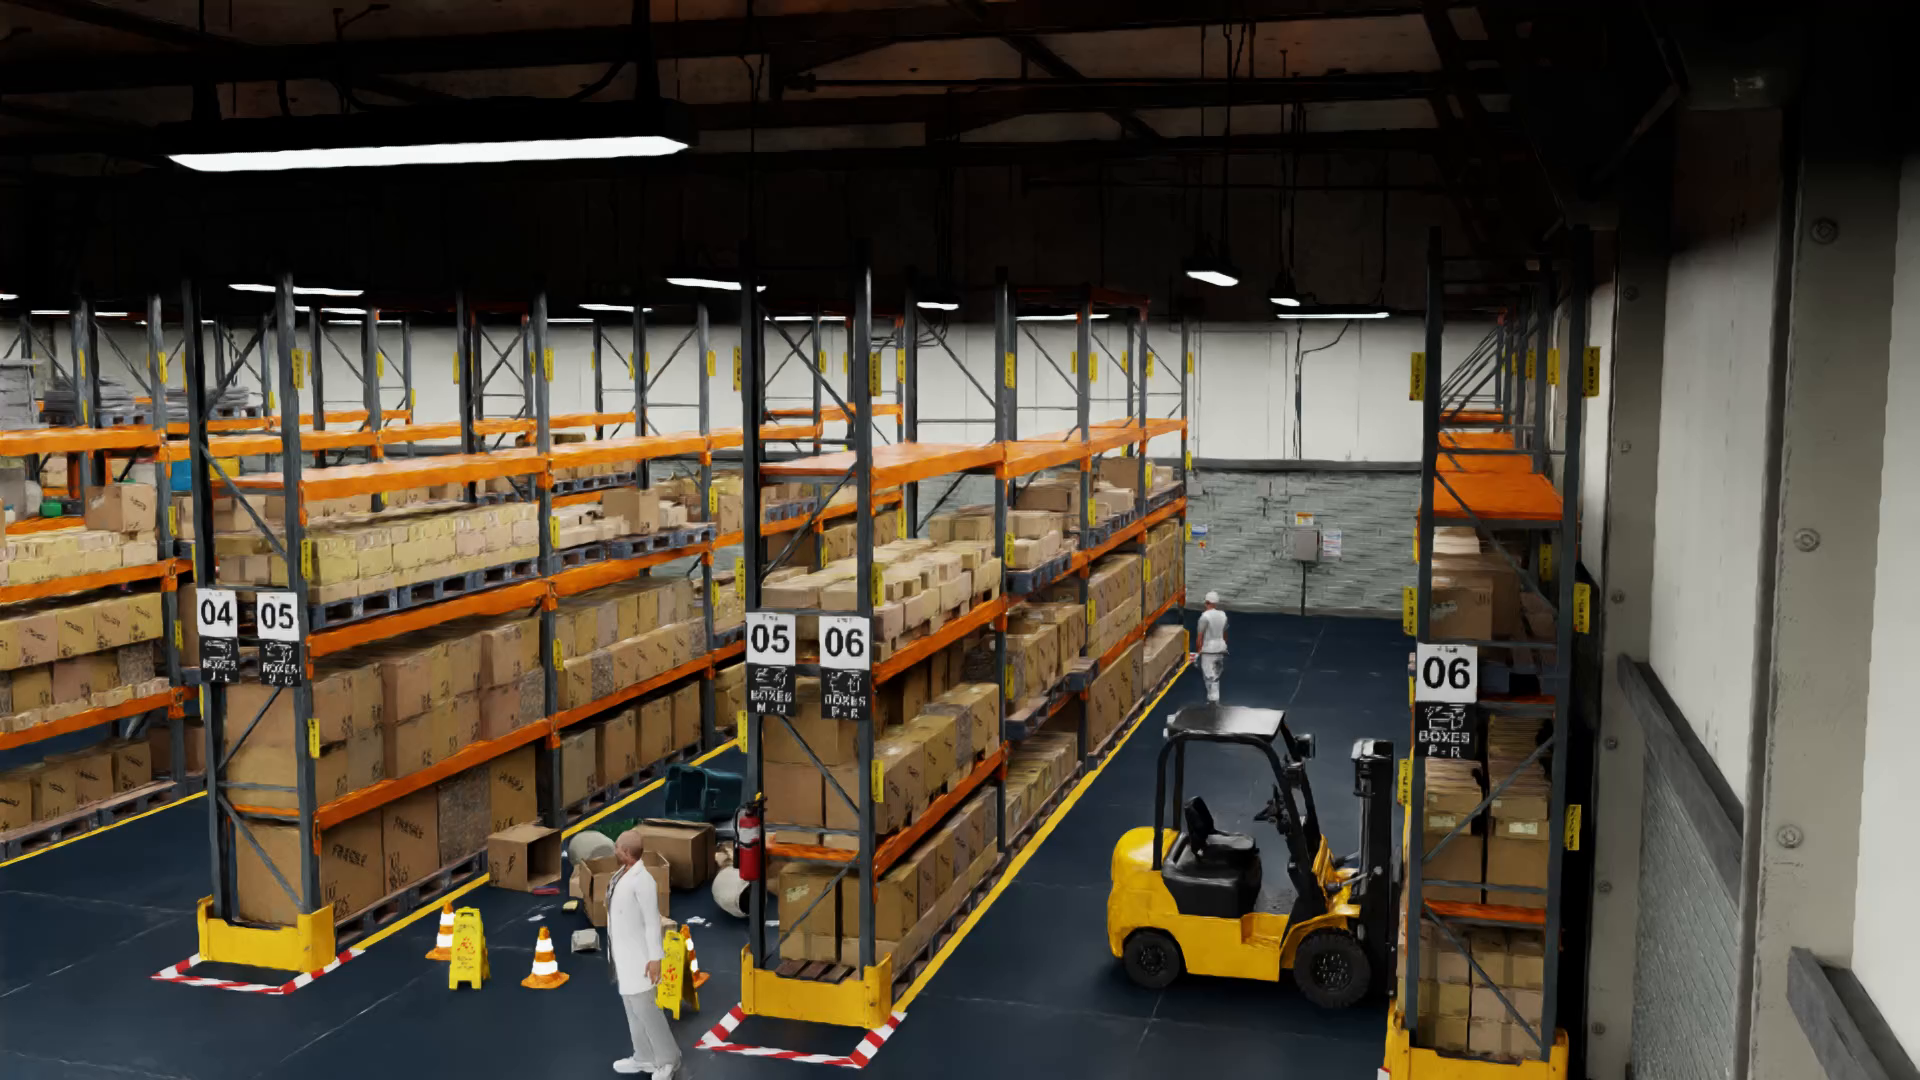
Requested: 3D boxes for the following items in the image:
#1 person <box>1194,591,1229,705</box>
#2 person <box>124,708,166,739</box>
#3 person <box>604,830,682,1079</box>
[{"bbox_3d":[3.570,1.610,23.731,0.655,1.785,0.577,-6,9,-41],"label":"person"},{"bbox_3d":[-10.797,1.920,21.832,0.446,1.590,1.110,2,7,18],"label":"person"},{"bbox_3d":[-2.278,2.964,11.911,0.495,1.771,0.683,-3,7,-27],"label":"person"}]
